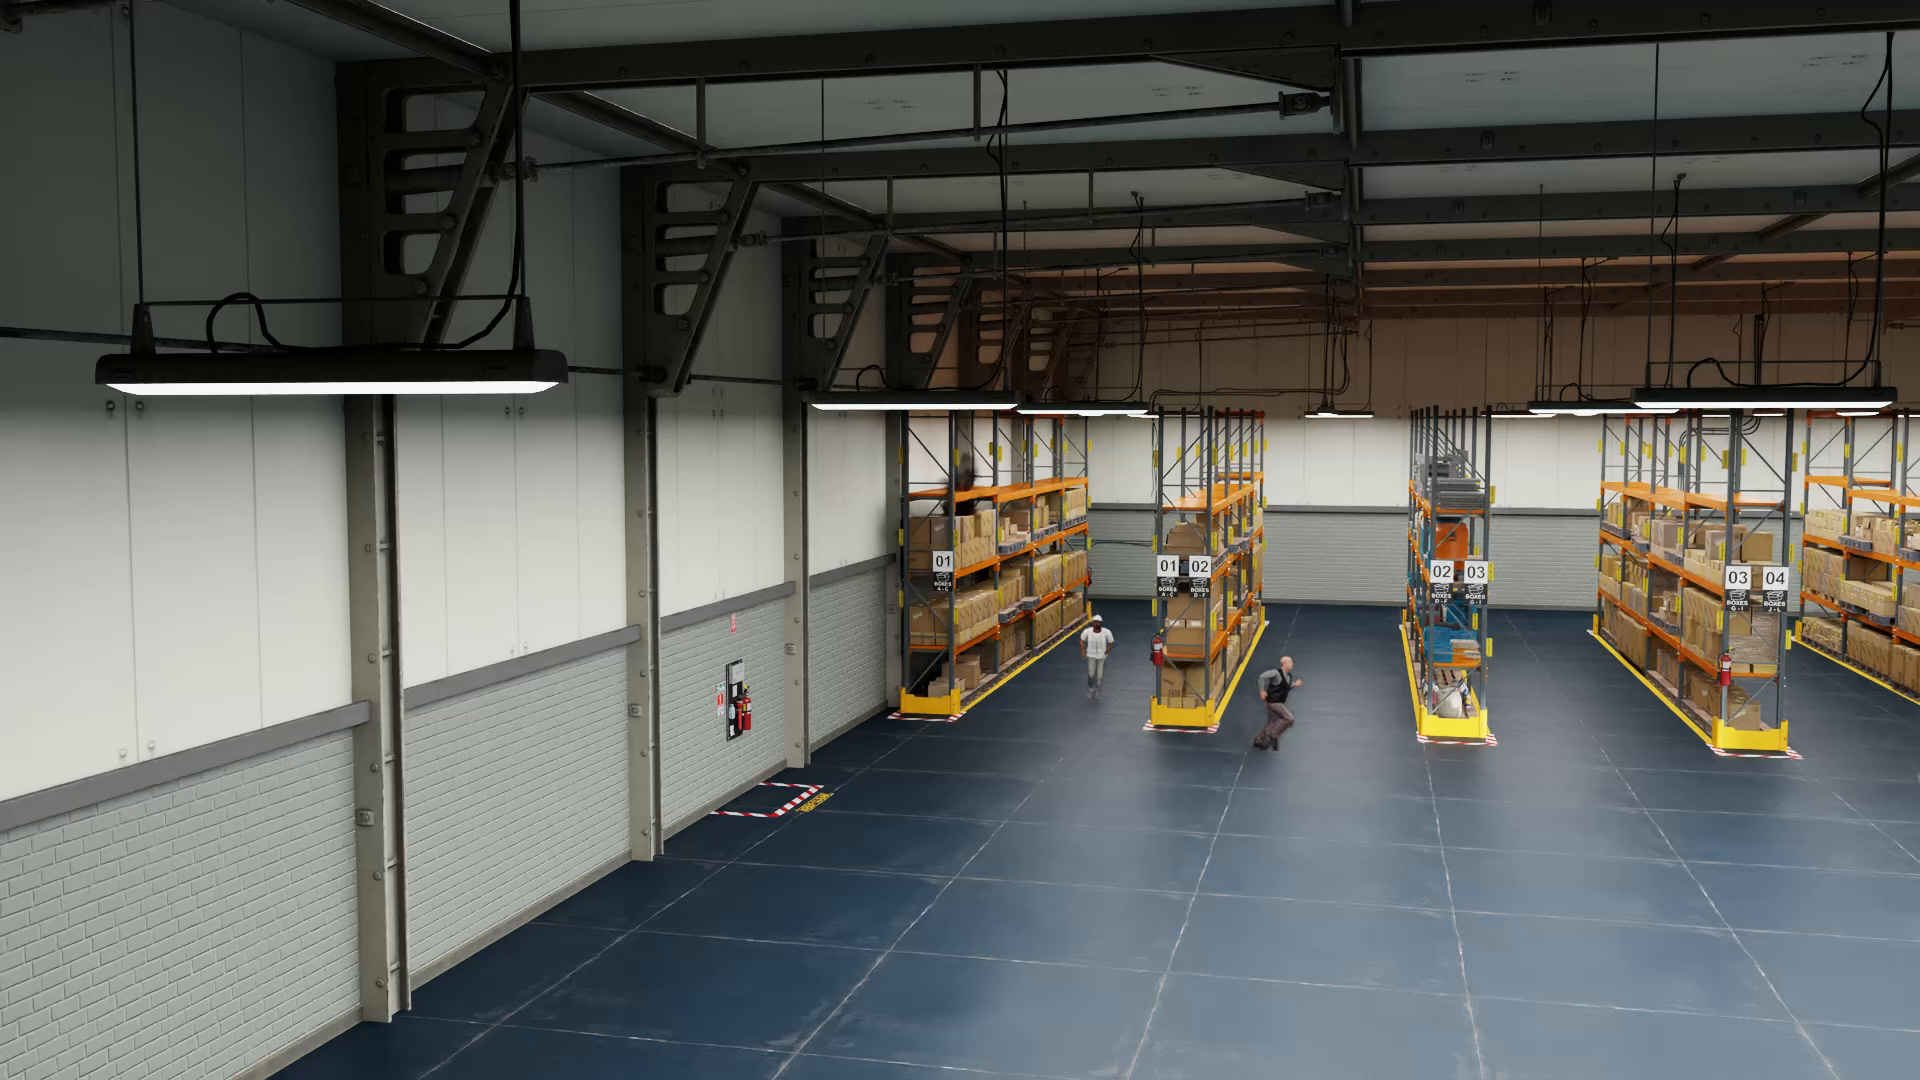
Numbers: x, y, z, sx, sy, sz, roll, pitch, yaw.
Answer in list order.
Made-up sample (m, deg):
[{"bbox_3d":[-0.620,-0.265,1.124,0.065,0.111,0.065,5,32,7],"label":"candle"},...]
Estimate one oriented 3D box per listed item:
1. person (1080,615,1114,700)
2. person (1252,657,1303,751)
[{"bbox_3d":[2.787,2.392,33.760,0.699,1.738,0.640,0,4,3],"label":"person"},{"bbox_3d":[5.467,2.817,28.672,0.877,1.648,0.644,2,5,29],"label":"person"}]
